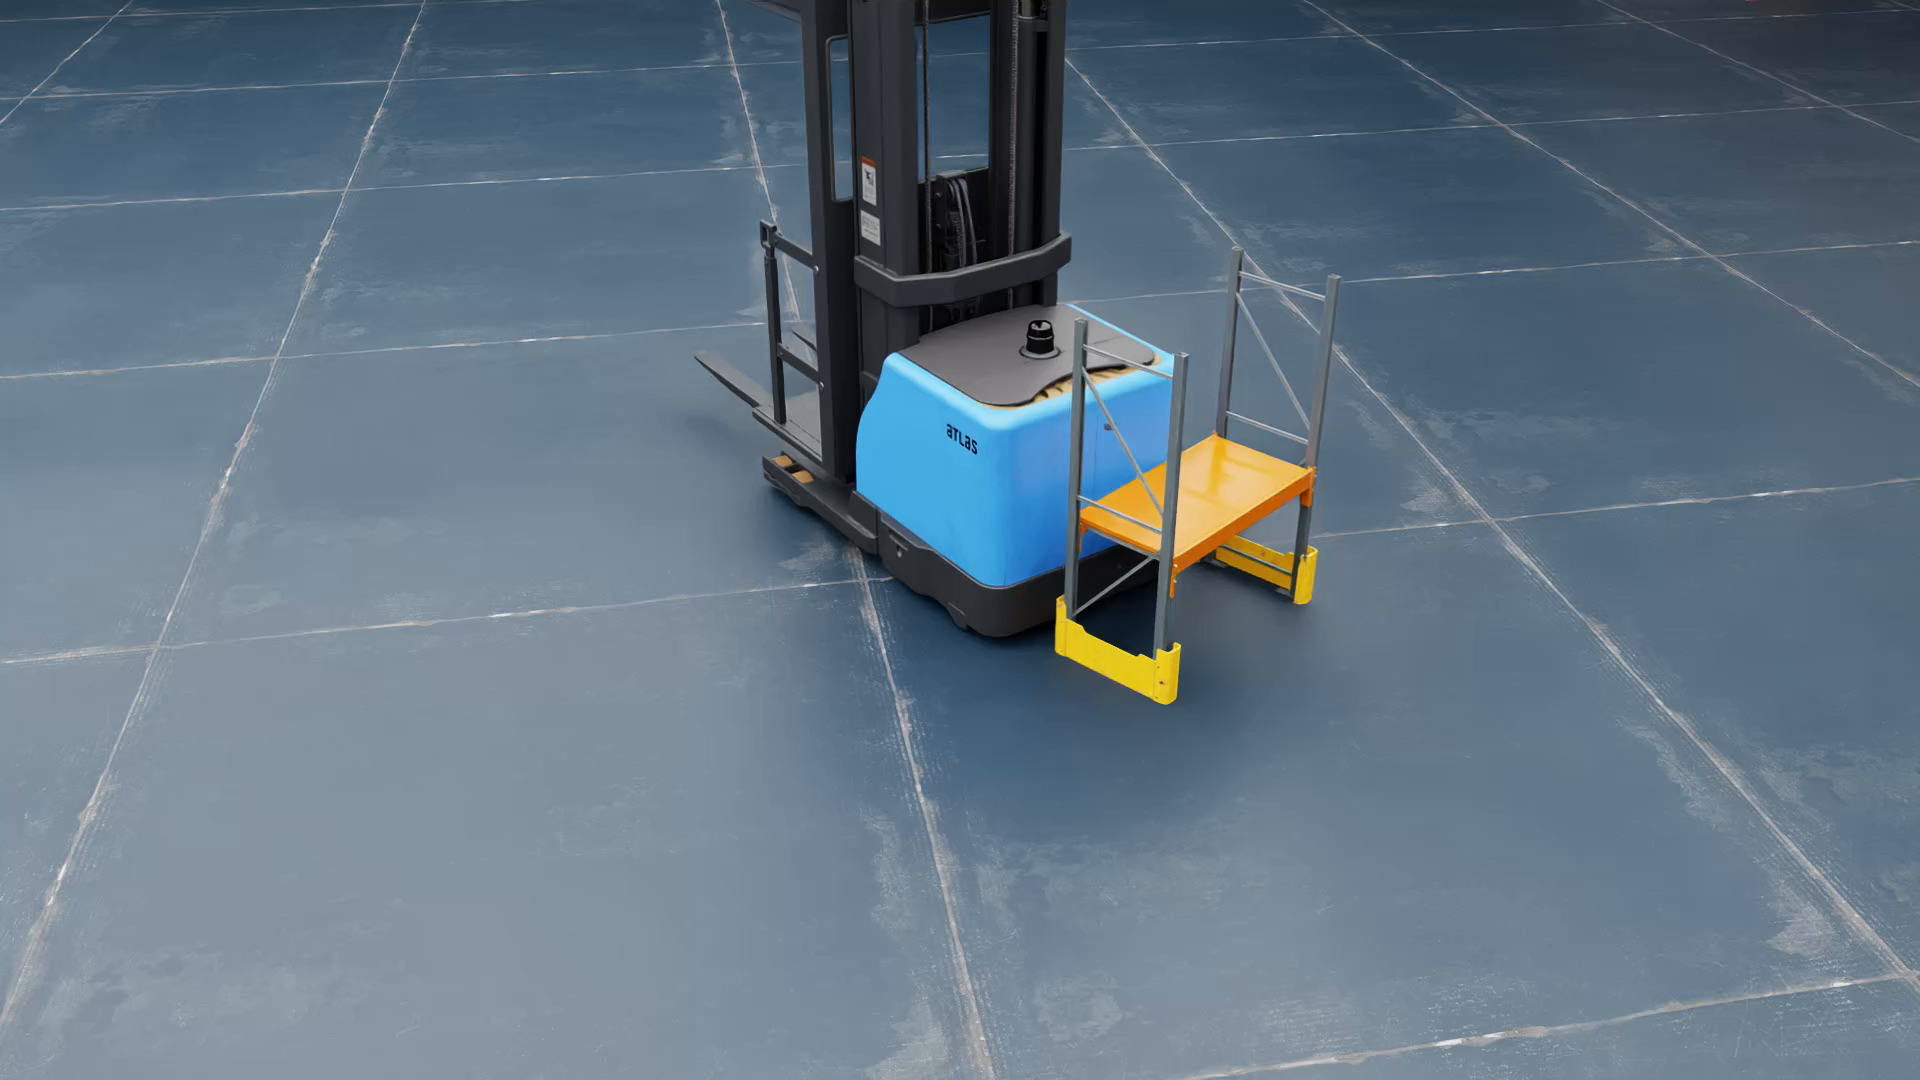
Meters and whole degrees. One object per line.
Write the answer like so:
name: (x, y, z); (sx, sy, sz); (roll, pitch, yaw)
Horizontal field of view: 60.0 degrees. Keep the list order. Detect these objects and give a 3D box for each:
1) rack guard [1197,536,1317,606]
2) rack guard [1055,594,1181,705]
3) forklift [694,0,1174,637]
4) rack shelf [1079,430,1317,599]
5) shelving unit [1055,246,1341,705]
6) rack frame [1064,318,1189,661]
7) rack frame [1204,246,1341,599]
rack guard: (1.307, 0.067, 7.389); (0.587, 0.250, 0.087); (25, 39, 36)
rack guard: (0.634, 0.439, 6.756); (0.587, 0.250, 0.087); (25, 39, 36)
forklift: (-0.307, -1.555, 7.504); (1.130, 2.935, 3.031); (-20, 36, -30)
rack shelf: (0.964, -0.127, 6.841); (0.538, 0.185, 1.000); (25, 39, 36)
shelving unit: (0.970, -0.286, 6.756); (0.587, 1.500, 1.083); (25, 39, 36)
rack frame: (0.620, -0.092, 6.427); (0.500, 1.500, 0.032); (25, 39, 36)
rack frame: (1.308, -0.472, 7.073); (0.500, 1.500, 0.032); (25, 39, 36)
